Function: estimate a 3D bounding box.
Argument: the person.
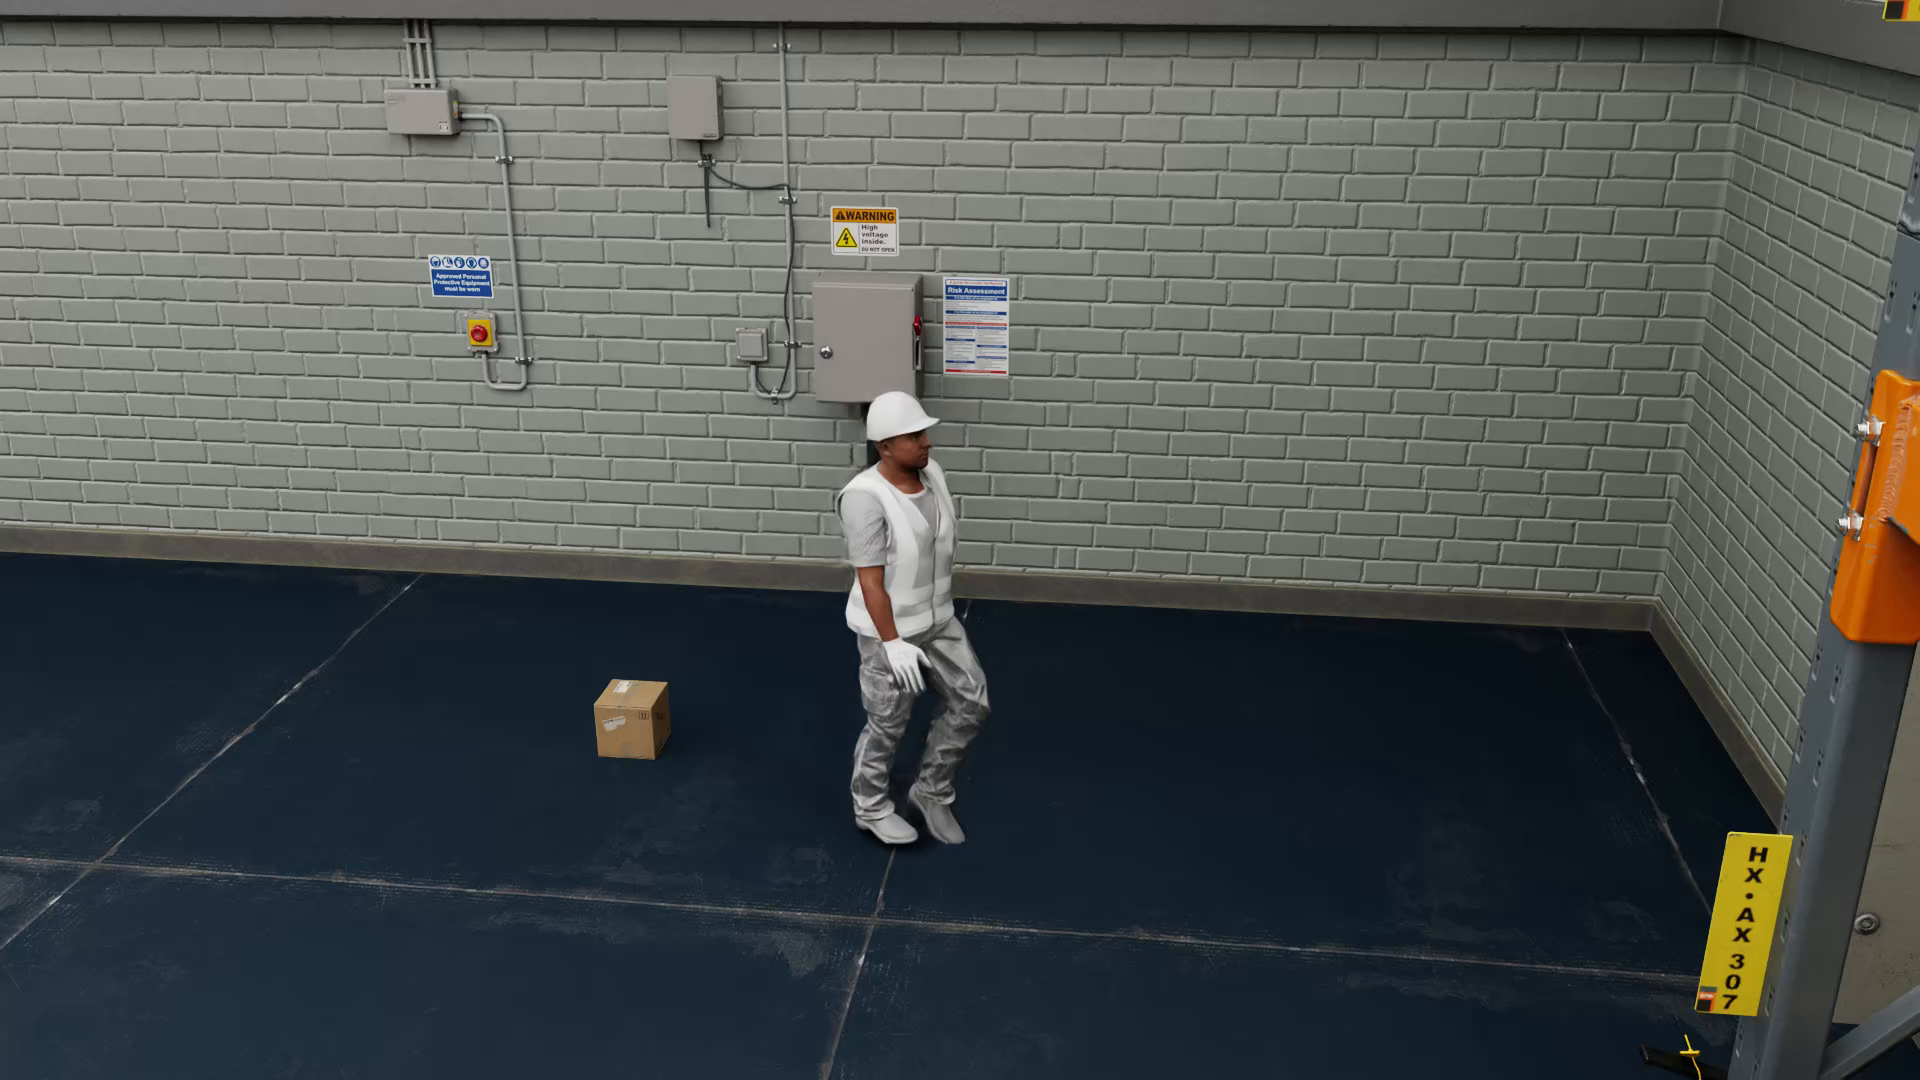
[{"bbox_3d":[-0.173,0.346,6.163,0.486,1.837,0.564,16,26,36],"label":"person"}]
